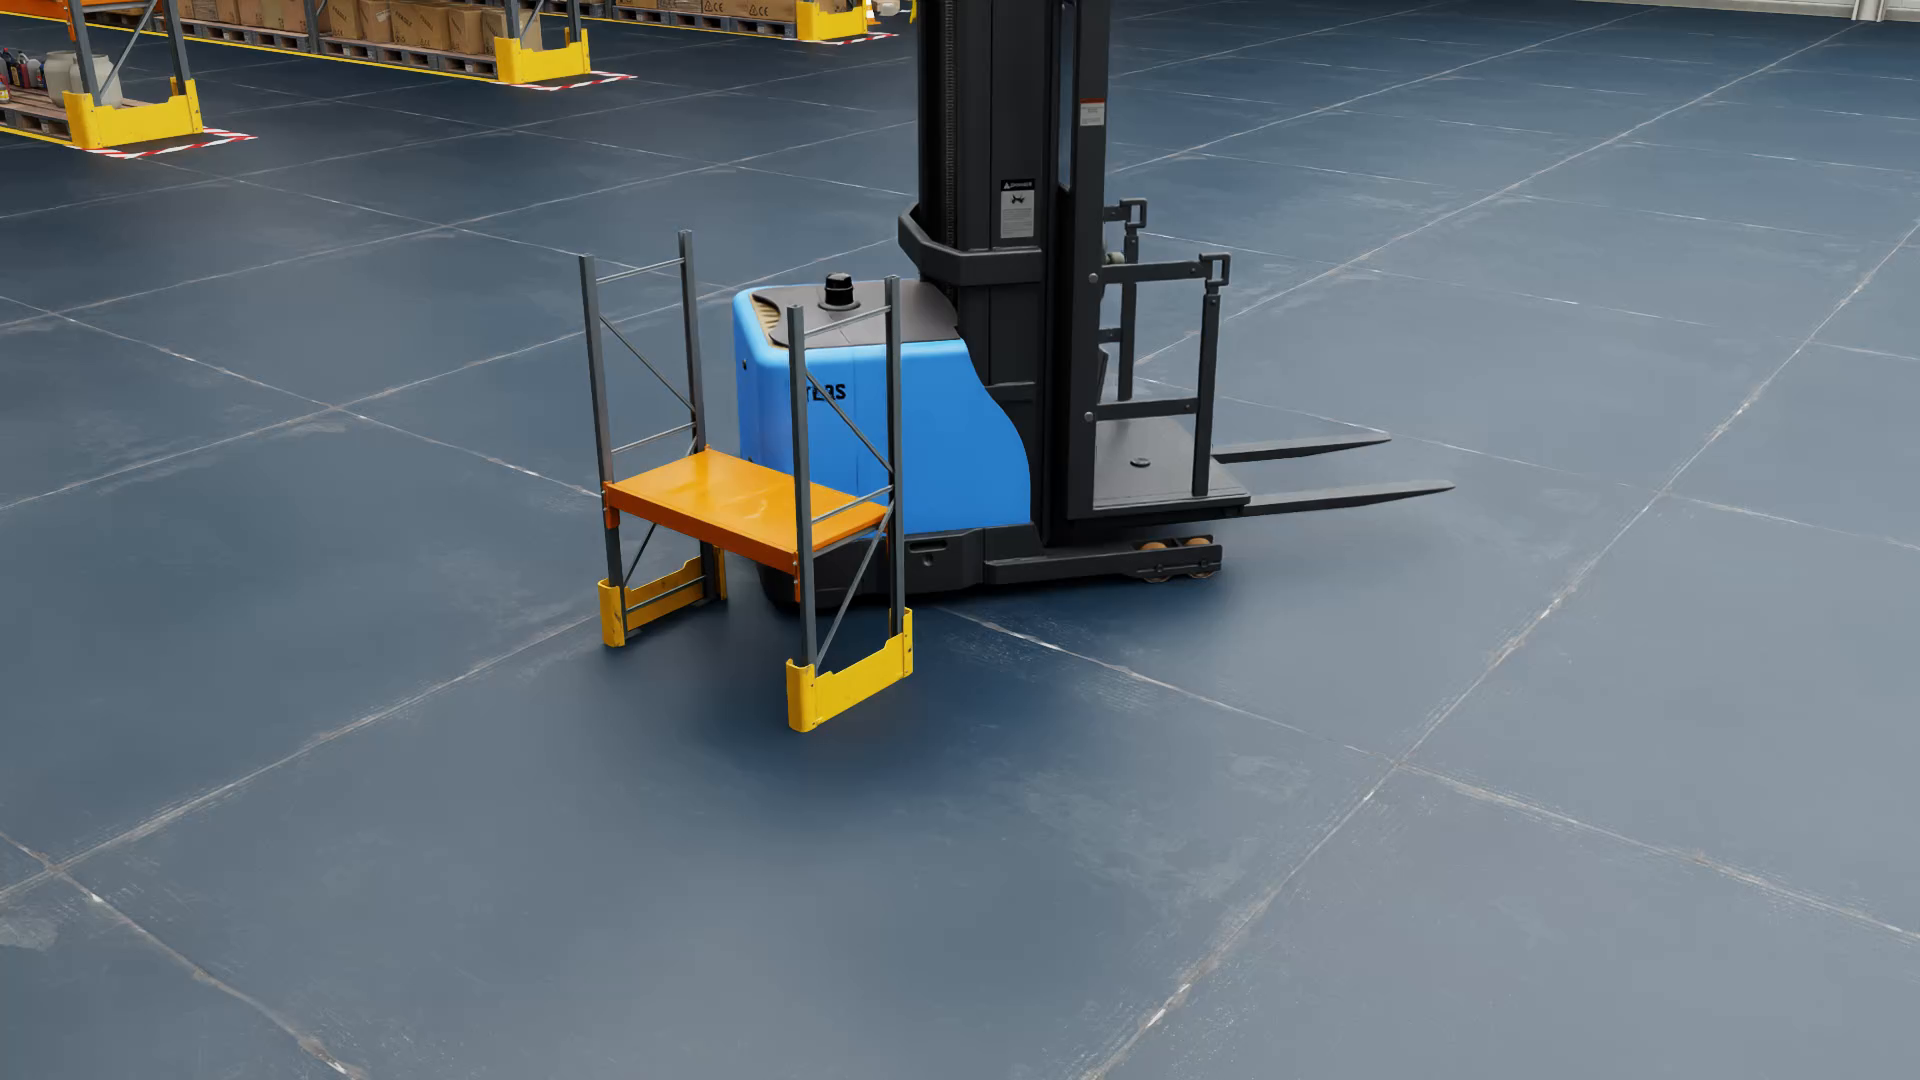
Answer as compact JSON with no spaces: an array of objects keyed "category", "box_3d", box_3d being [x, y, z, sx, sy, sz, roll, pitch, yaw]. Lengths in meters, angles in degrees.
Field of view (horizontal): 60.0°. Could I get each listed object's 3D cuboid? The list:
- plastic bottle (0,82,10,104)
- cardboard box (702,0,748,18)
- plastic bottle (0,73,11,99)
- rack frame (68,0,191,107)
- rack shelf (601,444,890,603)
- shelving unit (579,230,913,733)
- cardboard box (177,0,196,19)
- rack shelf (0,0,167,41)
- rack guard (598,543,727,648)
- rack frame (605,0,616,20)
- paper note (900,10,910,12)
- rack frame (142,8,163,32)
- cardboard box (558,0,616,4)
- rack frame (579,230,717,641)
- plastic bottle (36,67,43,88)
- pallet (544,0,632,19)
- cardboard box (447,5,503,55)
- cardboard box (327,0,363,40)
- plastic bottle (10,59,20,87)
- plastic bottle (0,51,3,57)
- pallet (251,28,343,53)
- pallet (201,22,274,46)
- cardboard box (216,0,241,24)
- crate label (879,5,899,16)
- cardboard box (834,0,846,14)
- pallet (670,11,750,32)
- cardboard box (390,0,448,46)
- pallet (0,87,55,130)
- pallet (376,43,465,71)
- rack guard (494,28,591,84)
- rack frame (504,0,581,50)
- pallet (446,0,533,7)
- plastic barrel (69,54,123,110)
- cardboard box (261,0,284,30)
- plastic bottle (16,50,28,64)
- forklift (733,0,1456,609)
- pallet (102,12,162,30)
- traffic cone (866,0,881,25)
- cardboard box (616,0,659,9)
[{"category":"plastic bottle","box_3d":[-9.554,-4.466,16.590,0.097,0.201,0.097,0,24,0]},{"category":"cardboard box","box_3d":[-3.083,-7.991,23.780,0.875,0.875,0.875,16,29,32]},{"category":"plastic bottle","box_3d":[-9.676,-4.607,16.810,0.133,0.283,0.061,17,29,33]},{"category":"rack frame","box_3d":[-7.821,-5.242,15.428,0.127,3.000,1.000,17,29,33]},{"category":"rack shelf","box_3d":[-0.762,-0.081,6.019,1.000,0.185,0.538,18,30,36]},{"category":"shelving unit","box_3d":[-0.769,-0.248,5.952,1.083,1.500,0.587,18,30,36]},{"category":"cardboard box","box_3d":[-10.704,-7.677,23.507,0.500,0.500,0.700,15,28,31]},{"category":"rack shelf","box_3d":[-9.422,-5.397,16.670,4.000,0.370,1.077,17,29,33]},{"category":"rack guard","box_3d":[-1.153,0.197,6.494,0.087,0.250,0.587,18,30,36]},{"category":"rack frame","box_3d":[-4.996,-9.383,24.826,0.127,3.000,1.000,17,29,33]},{"category":"paper note","box_3d":[-0.858,-8.265,25.971,0.142,0.019,0.148,7,25,15]},{"category":"rack frame","box_3d":[-11.252,-8.775,23.445,0.127,3.000,1.000,17,29,33]},{"category":"cardboard box","box_3d":[-5.547,-8.667,25.470,0.750,0.750,1.050,17,29,33]},{"category":"rack frame","box_3d":[-1.154,-0.376,6.243,0.032,1.500,0.500,18,30,36]},{"category":"plastic bottle","box_3d":[-9.683,-4.883,17.537,0.097,0.201,0.097,0,24,0]},{"category":"pallet","box_3d":[-5.659,-8.270,25.757,1.213,0.211,1.003,17,29,33]},{"category":"cardboard box","box_3d":[-5.839,-6.178,20.132,0.500,0.500,0.500,-17,29,-34]},{"category":"cardboard box","box_3d":[-7.756,-6.746,21.420,0.500,0.500,0.500,16,28,32]},{"category":"plastic bottle","box_3d":[-9.963,-4.941,17.568,0.133,0.283,0.061,17,29,33]},{"category":"plastic bottle","box_3d":[-10.334,-5.136,17.926,0.185,0.351,0.144,16,28,32]},{"category":"pallet","box_3d":[-8.676,-6.719,22.238,1.213,0.211,1.003,17,29,33]},{"category":"pallet","box_3d":[-9.656,-7.014,22.907,1.213,0.211,1.003,17,29,33]},{"category":"cardboard box","box_3d":[-9.795,-7.412,22.906,0.500,0.500,0.700,20,31,38]},{"category":"crate label","box_3d":[-1.085,-8.145,25.566,0.298,0.136,0.250,3,24,6]},{"category":"cardboard box","box_3d":[-1.831,-8.503,25.925,0.637,0.503,0.797,-1,24,-3]},{"category":"pallet","box_3d":[-3.454,-7.603,24.245,1.213,0.211,1.003,17,29,33]},{"category":"cardboard box","box_3d":[-6.749,-6.485,20.828,0.500,0.500,0.500,14,27,29]},{"category":"pallet","box_3d":[-9.529,-4.463,17.117,1.213,0.211,1.003,17,29,33]},{"category":"pallet","box_3d":[-6.513,-6.086,20.800,1.213,0.211,1.003,17,29,33]},{"category":"rack guard","box_3d":[-4.912,-5.715,19.600,0.348,0.500,1.175,17,29,33]},{"category":"rack frame","box_3d":[-4.851,-6.840,19.054,0.127,3.000,1.000,17,29,33]},{"category":"pallet","box_3d":[-7.611,-8.860,27.096,1.213,0.211,1.003,17,29,33]},{"category":"plastic barrel","box_3d":[-8.394,-4.430,16.150,0.421,0.512,0.421,0,24,0]},{"category":"cardboard box","box_3d":[-8.900,-7.142,22.293,0.500,0.500,0.700,17,29,33]},{"category":"plastic bottle","box_3d":[-9.922,-5.011,17.643,0.185,0.351,0.144,17,29,33]},{"category":"forklift","box_3d":[0.607,-1.365,6.714,3.031,2.935,1.130,-5,24,-12]},{"category":"pallet","box_3d":[-11.838,-7.714,24.495,1.213,0.211,1.003,17,29,33]},{"category":"traffic cone","box_3d":[-1.369,-7.842,24.474,0.334,0.463,0.336,17,29,33]},{"category":"cardboard box","box_3d":[-4.535,-8.429,24.774,0.875,0.875,0.875,17,29,34]}]
